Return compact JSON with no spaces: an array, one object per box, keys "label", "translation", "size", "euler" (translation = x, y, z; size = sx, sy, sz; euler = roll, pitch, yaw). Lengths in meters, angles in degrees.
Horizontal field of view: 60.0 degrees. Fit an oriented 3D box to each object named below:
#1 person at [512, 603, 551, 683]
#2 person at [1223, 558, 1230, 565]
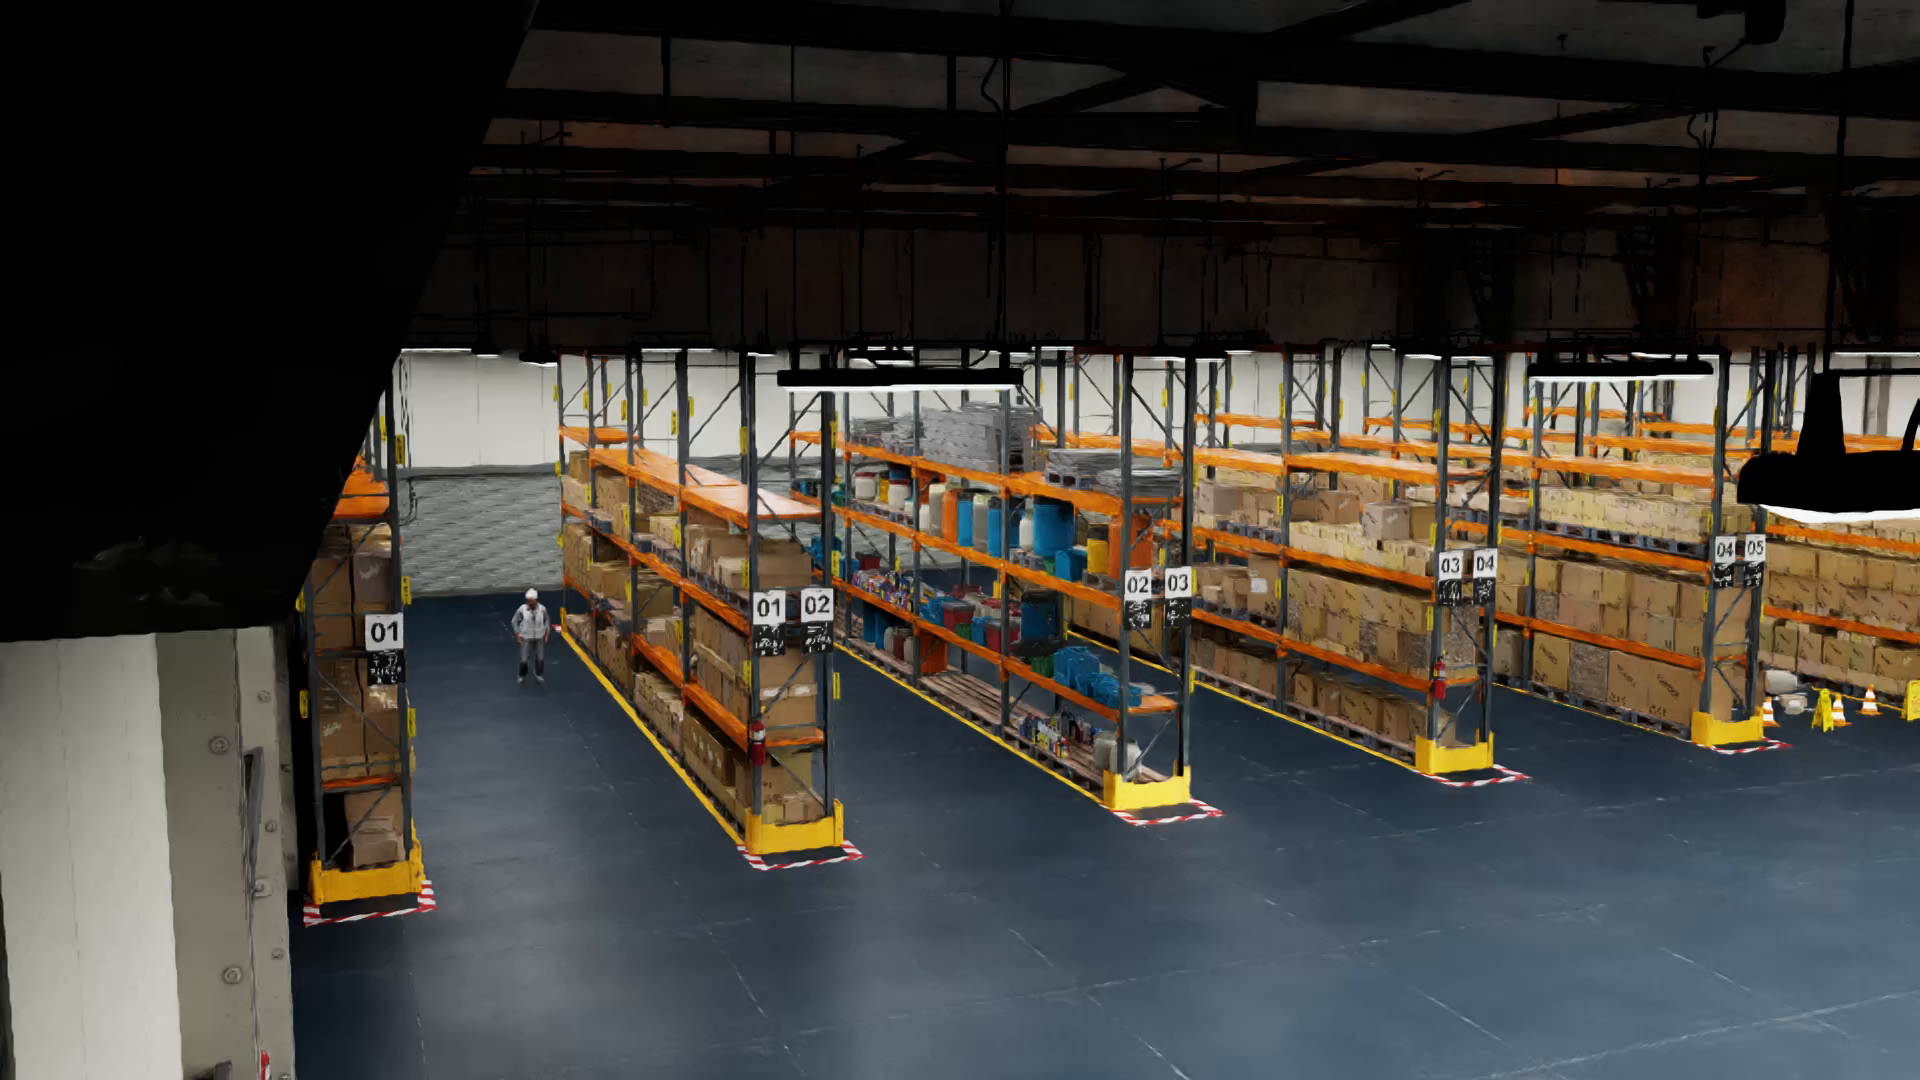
[{"label":"person","translation":[-7.666,1.823,29.780],"size":[0.677,1.495,0.491],"euler":[-3,8,-23]},{"label":"person","translation":[5.412,0.703,33.904],"size":[0.325,0.671,0.561],"euler":[-7,10,-44]}]
